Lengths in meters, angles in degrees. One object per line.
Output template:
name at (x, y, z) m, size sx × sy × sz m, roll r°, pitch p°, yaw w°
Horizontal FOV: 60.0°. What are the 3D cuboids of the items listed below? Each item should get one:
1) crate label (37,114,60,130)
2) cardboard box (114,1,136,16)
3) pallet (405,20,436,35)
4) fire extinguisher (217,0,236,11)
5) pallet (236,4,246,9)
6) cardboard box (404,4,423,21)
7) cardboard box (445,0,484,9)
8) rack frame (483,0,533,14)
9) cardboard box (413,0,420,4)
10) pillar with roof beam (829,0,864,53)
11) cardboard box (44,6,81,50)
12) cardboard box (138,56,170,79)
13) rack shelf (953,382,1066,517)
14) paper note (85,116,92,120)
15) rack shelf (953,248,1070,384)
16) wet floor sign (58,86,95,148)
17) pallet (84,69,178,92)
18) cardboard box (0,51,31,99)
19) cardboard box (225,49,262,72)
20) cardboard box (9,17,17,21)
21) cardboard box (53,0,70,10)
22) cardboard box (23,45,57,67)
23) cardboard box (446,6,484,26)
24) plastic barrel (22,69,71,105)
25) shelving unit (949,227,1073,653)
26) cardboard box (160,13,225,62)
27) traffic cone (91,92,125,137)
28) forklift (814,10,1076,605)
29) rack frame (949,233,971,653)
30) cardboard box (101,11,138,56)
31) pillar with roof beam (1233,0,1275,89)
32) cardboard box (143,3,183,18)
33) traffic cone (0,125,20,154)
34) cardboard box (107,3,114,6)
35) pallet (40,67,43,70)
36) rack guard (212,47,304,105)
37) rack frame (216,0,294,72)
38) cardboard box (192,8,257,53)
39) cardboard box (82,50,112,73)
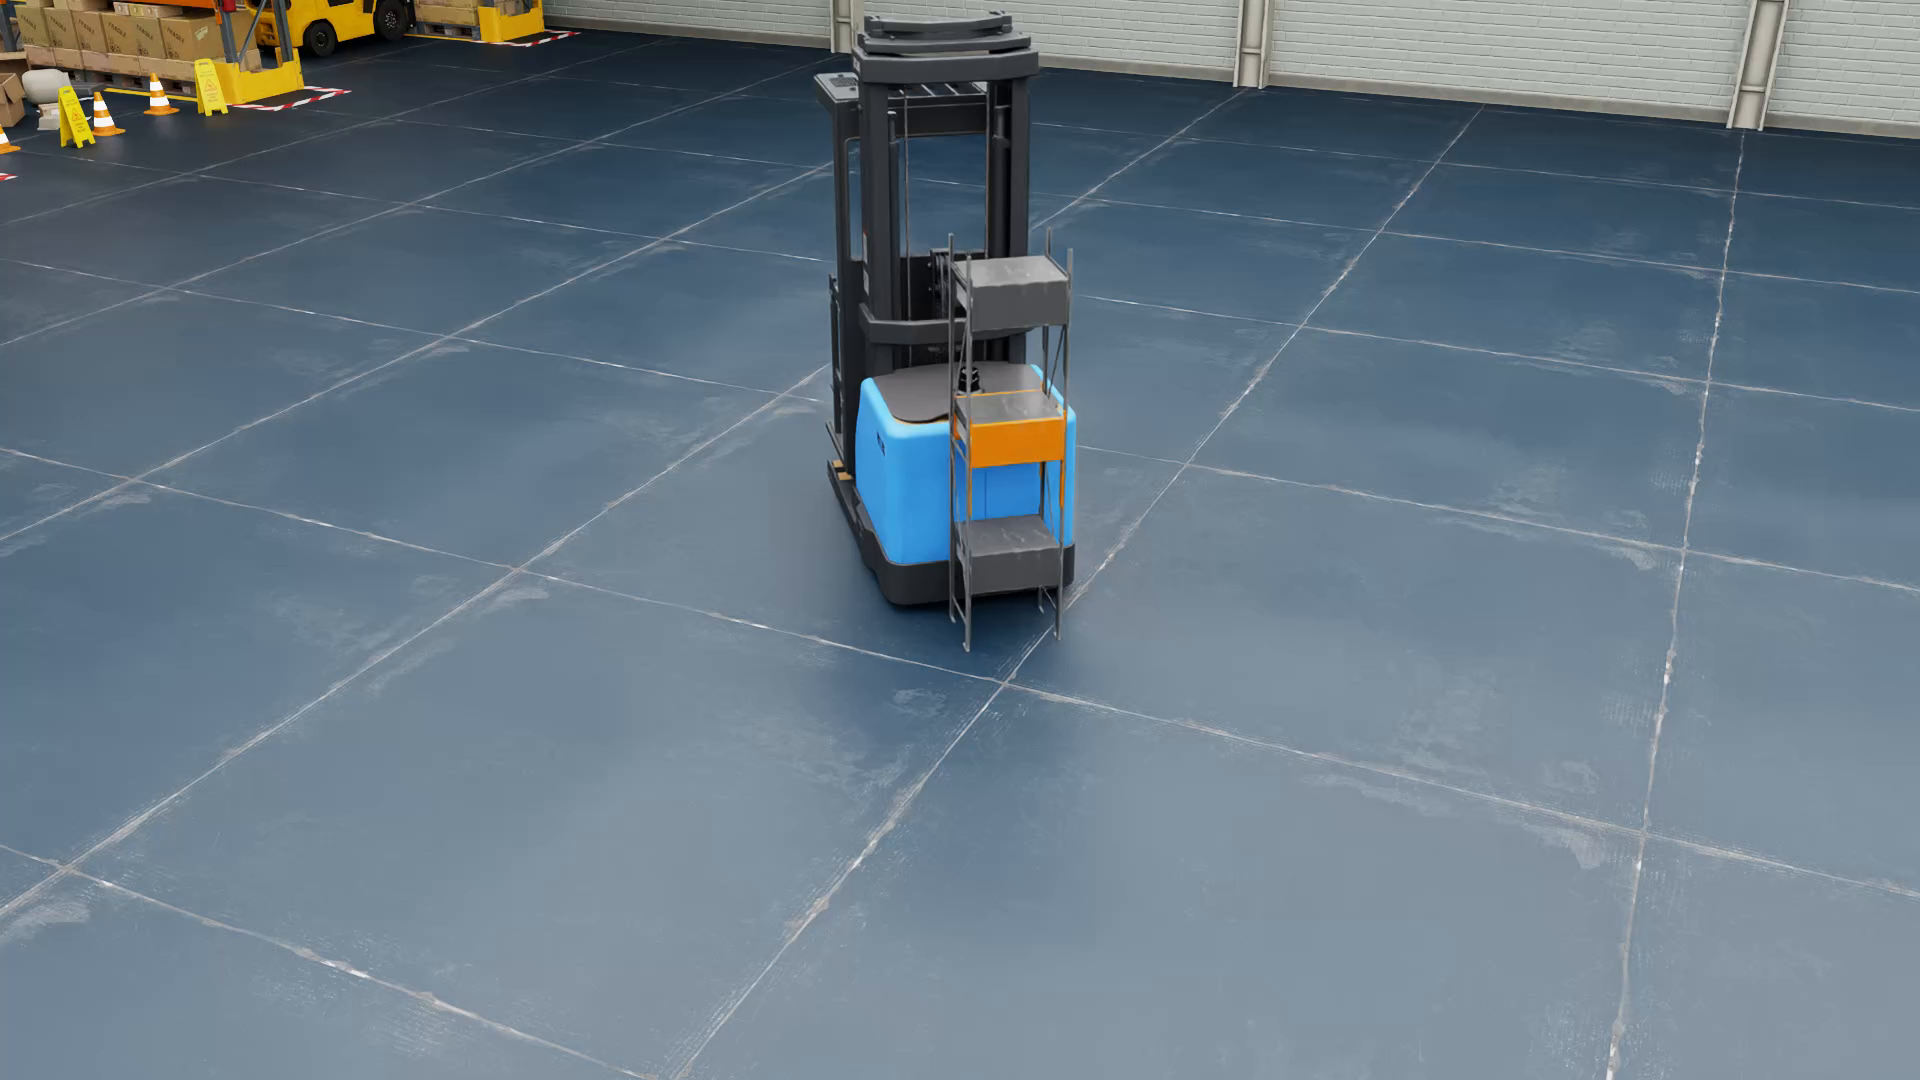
crate label at (-10.700, -4.930, 19.609) m, size 0.298 × 0.136 × 0.250 m, roll -2°, pitch 26°, yaw -5°
cardboard box at (-10.549, -6.805, 21.229) m, size 0.250 × 0.149 × 0.380 m, roll 13°, pitch 29°, yaw 24°
pallet at (-8.652, -8.137, 26.037) m, size 1.213 × 0.211 × 1.003 m, roll 11°, pitch 28°, yaw 22°
fire extinguisher at (-8.970, -6.804, 20.260) m, size 0.183 × 0.674 × 0.296 m, roll 11°, pitch 28°, yaw 22°
pallet at (-11.160, -8.640, 27.060) m, size 1.213 × 0.211 × 1.003 m, roll 11°, pitch 28°, yaw 22°
cardboard box at (-8.291, -8.144, 25.534) m, size 0.500 × 0.250 × 0.500 m, roll 12°, pitch 29°, yaw 22°
cardboard box at (-7.404, -8.183, 25.047) m, size 0.500 × 0.250 × 0.500 m, roll 11°, pitch 28°, yaw 21°
rack frame at (-6.832, -9.041, 24.717) m, size 0.127 × 3.000 × 1.000 m, roll 11°, pitch 28°, yaw 22°
cardboard box at (-8.335, -8.365, 25.417) m, size 0.500 × 0.250 × 0.500 m, roll 11°, pitch 28°, yaw 21°
pillar with roof beam at (-3.413, -9.394, 18.643) m, size 0.400 × 9.000 × 9.100 m, roll 11°, pitch 28°, yaw 22°
cardboard box at (-11.607, -6.757, 21.868) m, size 0.500 × 0.500 × 0.500 m, roll 13°, pitch 29°, yaw 24°
cardboard box at (-10.199, -6.137, 21.456) m, size 0.500 × 0.250 × 0.500 m, roll 11°, pitch 28°, yaw 22°
rack shelf at (0.235, -0.458, 8.332) m, size 0.480 × 0.518 × 0.431 m, roll -6°, pitch 27°, yaw -12°
paper note at (-10.568, -5.085, 20.043) m, size 0.142 × 0.019 × 0.148 m, roll 2°, pitch 26°, yaw 4°
rack shelf at (0.236, -1.085, 8.021) m, size 0.480 × 0.518 × 0.431 m, roll -6°, pitch 27°, yaw -12°
wet floor sign at (-9.994, -4.770, 18.708) m, size 0.232 × 0.644 × 0.267 m, roll 6°, pitch 27°, yaw 13°
pallet at (-10.784, -6.194, 22.091) m, size 1.213 × 0.211 × 1.003 m, roll 11°, pitch 28°, yaw 22°
cardboard box at (-12.112, -5.912, 21.190) m, size 0.500 × 0.500 × 0.500 m, roll -12°, pitch 29°, yaw -23°
cardboard box at (-9.503, -6.258, 21.702) m, size 0.500 × 0.250 × 0.500 m, roll 11°, pitch 28°, yaw 21°
cardboard box at (-13.659, -7.010, 23.092) m, size 0.625 × 0.372 × 0.950 m, roll 13°, pitch 29°, yaw 25°
cardboard box at (-11.541, -7.001, 21.629) m, size 0.250 × 0.149 × 0.380 m, roll 13°, pitch 29°, yaw 24°
cardboard box at (-12.099, -6.514, 22.223) m, size 0.500 × 0.250 × 0.500 m, roll 10°, pitch 28°, yaw 19°
cardboard box at (-7.390, -7.955, 25.148) m, size 0.500 × 0.250 × 0.500 m, roll 12°, pitch 28°, yaw 22°
plastic barrel at (-11.390, -5.658, 20.762) m, size 0.512 × 0.421 × 0.421 m, roll -12°, pitch 29°, yaw -23°
shelving unit at (0.235, -0.470, 8.326) m, size 0.503 × 2.100 × 0.431 m, roll -6°, pitch 27°, yaw -12°
cardboard box at (-9.720, -6.377, 21.096) m, size 0.500 × 0.500 × 0.500 m, roll 12°, pitch 28°, yaw 22°
traffic cone at (-9.958, -4.958, 19.296) m, size 0.334 × 0.463 × 0.336 m, roll 11°, pitch 28°, yaw 22°
forklift at (-0.211, -1.598, 9.677) m, size 1.130 × 2.935 × 3.031 m, roll -6°, pitch 27°, yaw -12°
rack frame at (-0.002, -0.445, 8.276) m, size 0.015 × 2.100 × 0.400 m, roll -6°, pitch 27°, yaw -12°
cardboard box at (-10.653, -6.566, 21.480) m, size 0.500 × 0.500 × 0.500 m, roll 11°, pitch 28°, yaw 21°
pillar with roof beam at (2.049, -8.297, 16.415) m, size 0.400 × 9.000 × 9.100 m, roll 11°, pitch 28°, yaw 22°
cardboard box at (-10.082, -6.708, 21.034) m, size 0.250 × 0.149 × 0.380 m, roll 12°, pitch 29°, yaw 23°
traffic cone at (-10.736, -4.566, 18.499) m, size 0.334 × 0.463 × 0.336 m, roll 11°, pitch 28°, yaw 22°
cardboard box at (-10.946, -6.882, 22.120) m, size 0.500 × 0.500 × 0.500 m, roll 13°, pitch 29°, yaw 24°
pallet at (-13.234, -6.667, 23.052) m, size 1.213 × 0.211 × 1.003 m, roll 11°, pitch 28°, yaw 22°
rack guard at (-8.952, -5.937, 21.243) m, size 0.348 × 0.500 × 1.175 m, roll 11°, pitch 28°, yaw 22°
rack frame at (-8.883, -7.044, 20.662) m, size 0.127 × 3.000 × 1.000 m, roll 11°, pitch 28°, yaw 22°
cardboard box at (-9.525, -6.598, 21.545) m, size 0.500 × 0.500 × 0.500 m, roll 10°, pitch 28°, yaw 20°
cardboard box at (-11.124, -6.325, 21.839) m, size 0.500 × 0.250 × 0.500 m, roll 11°, pitch 28°, yaw 21°
